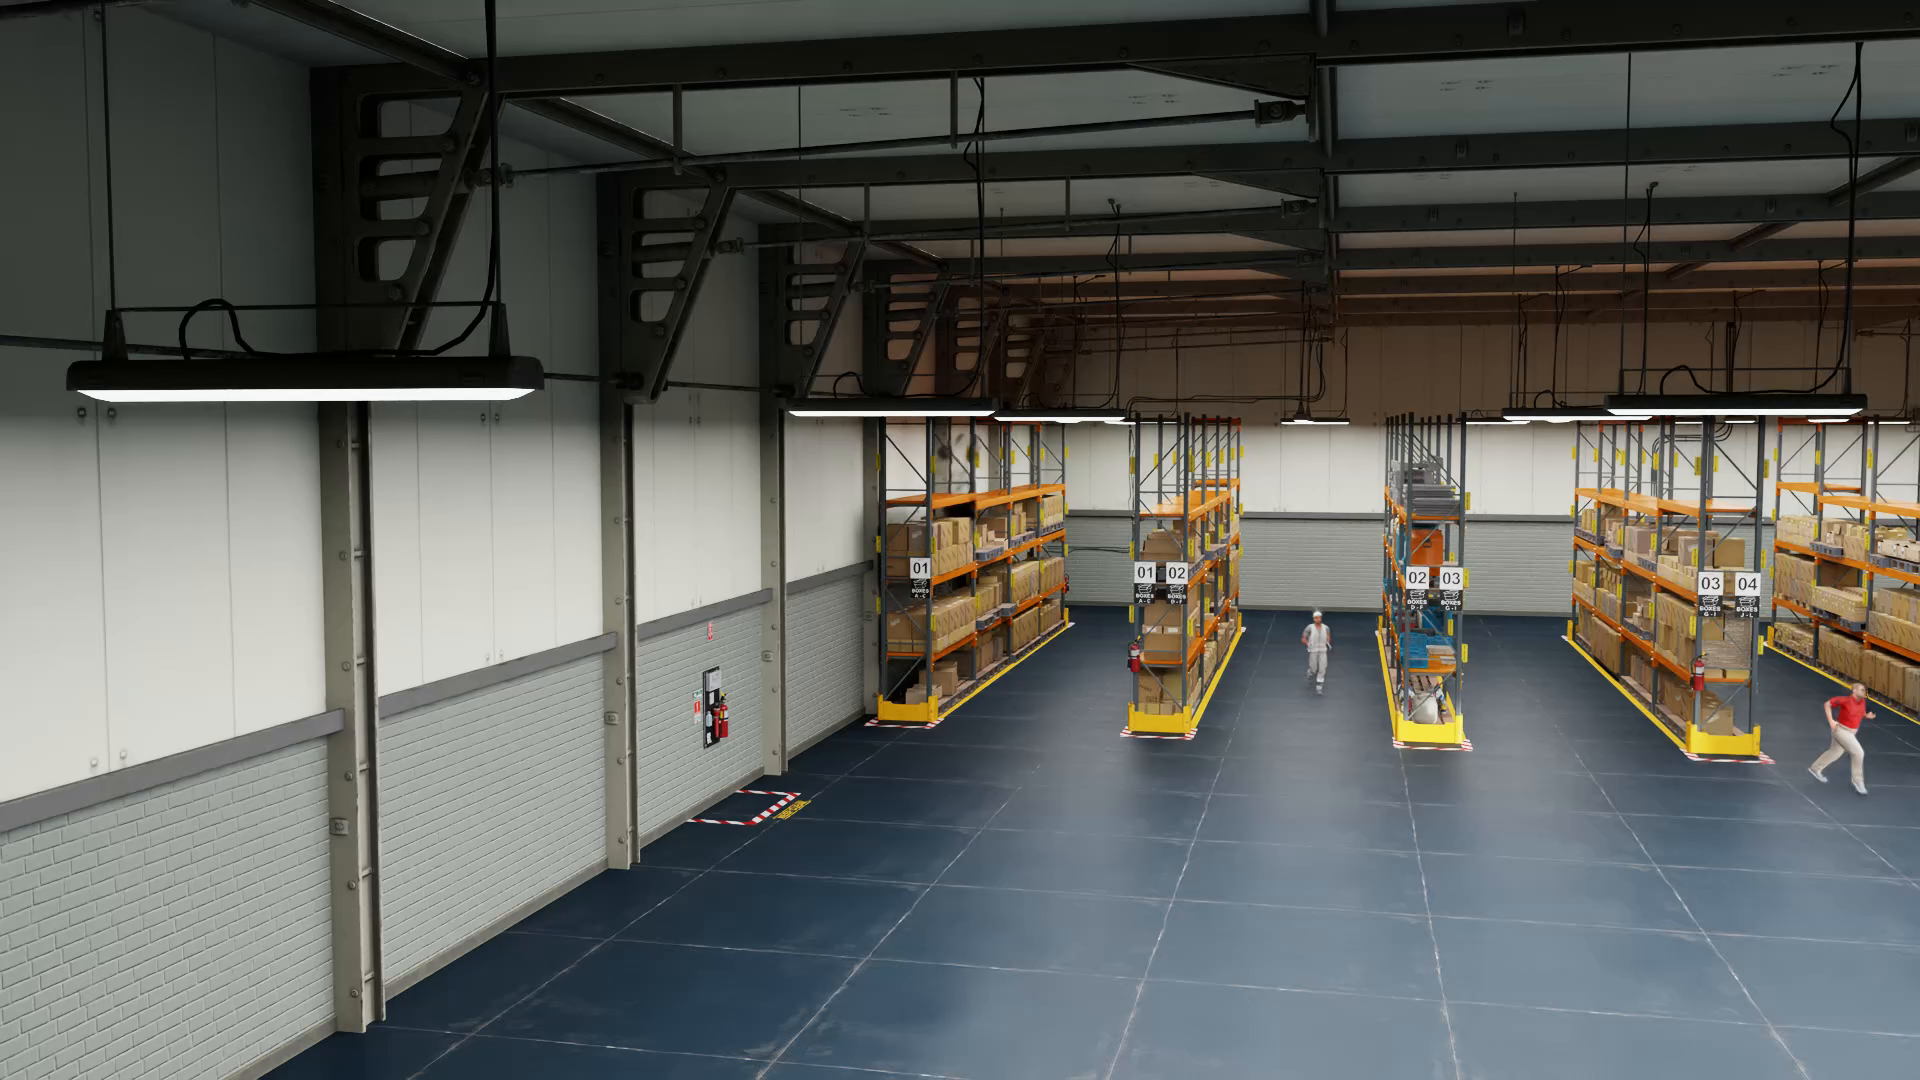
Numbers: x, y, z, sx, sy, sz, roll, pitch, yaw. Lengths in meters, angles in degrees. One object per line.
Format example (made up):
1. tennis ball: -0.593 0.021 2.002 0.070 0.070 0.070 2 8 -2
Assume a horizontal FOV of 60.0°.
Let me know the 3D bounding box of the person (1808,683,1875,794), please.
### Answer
1. person: 13.985 3.109 26.381 0.655 1.755 0.967 -3 5 -41

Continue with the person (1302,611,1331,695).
1. person: 7.703 2.420 35.857 0.652 1.771 0.863 0 4 -3
